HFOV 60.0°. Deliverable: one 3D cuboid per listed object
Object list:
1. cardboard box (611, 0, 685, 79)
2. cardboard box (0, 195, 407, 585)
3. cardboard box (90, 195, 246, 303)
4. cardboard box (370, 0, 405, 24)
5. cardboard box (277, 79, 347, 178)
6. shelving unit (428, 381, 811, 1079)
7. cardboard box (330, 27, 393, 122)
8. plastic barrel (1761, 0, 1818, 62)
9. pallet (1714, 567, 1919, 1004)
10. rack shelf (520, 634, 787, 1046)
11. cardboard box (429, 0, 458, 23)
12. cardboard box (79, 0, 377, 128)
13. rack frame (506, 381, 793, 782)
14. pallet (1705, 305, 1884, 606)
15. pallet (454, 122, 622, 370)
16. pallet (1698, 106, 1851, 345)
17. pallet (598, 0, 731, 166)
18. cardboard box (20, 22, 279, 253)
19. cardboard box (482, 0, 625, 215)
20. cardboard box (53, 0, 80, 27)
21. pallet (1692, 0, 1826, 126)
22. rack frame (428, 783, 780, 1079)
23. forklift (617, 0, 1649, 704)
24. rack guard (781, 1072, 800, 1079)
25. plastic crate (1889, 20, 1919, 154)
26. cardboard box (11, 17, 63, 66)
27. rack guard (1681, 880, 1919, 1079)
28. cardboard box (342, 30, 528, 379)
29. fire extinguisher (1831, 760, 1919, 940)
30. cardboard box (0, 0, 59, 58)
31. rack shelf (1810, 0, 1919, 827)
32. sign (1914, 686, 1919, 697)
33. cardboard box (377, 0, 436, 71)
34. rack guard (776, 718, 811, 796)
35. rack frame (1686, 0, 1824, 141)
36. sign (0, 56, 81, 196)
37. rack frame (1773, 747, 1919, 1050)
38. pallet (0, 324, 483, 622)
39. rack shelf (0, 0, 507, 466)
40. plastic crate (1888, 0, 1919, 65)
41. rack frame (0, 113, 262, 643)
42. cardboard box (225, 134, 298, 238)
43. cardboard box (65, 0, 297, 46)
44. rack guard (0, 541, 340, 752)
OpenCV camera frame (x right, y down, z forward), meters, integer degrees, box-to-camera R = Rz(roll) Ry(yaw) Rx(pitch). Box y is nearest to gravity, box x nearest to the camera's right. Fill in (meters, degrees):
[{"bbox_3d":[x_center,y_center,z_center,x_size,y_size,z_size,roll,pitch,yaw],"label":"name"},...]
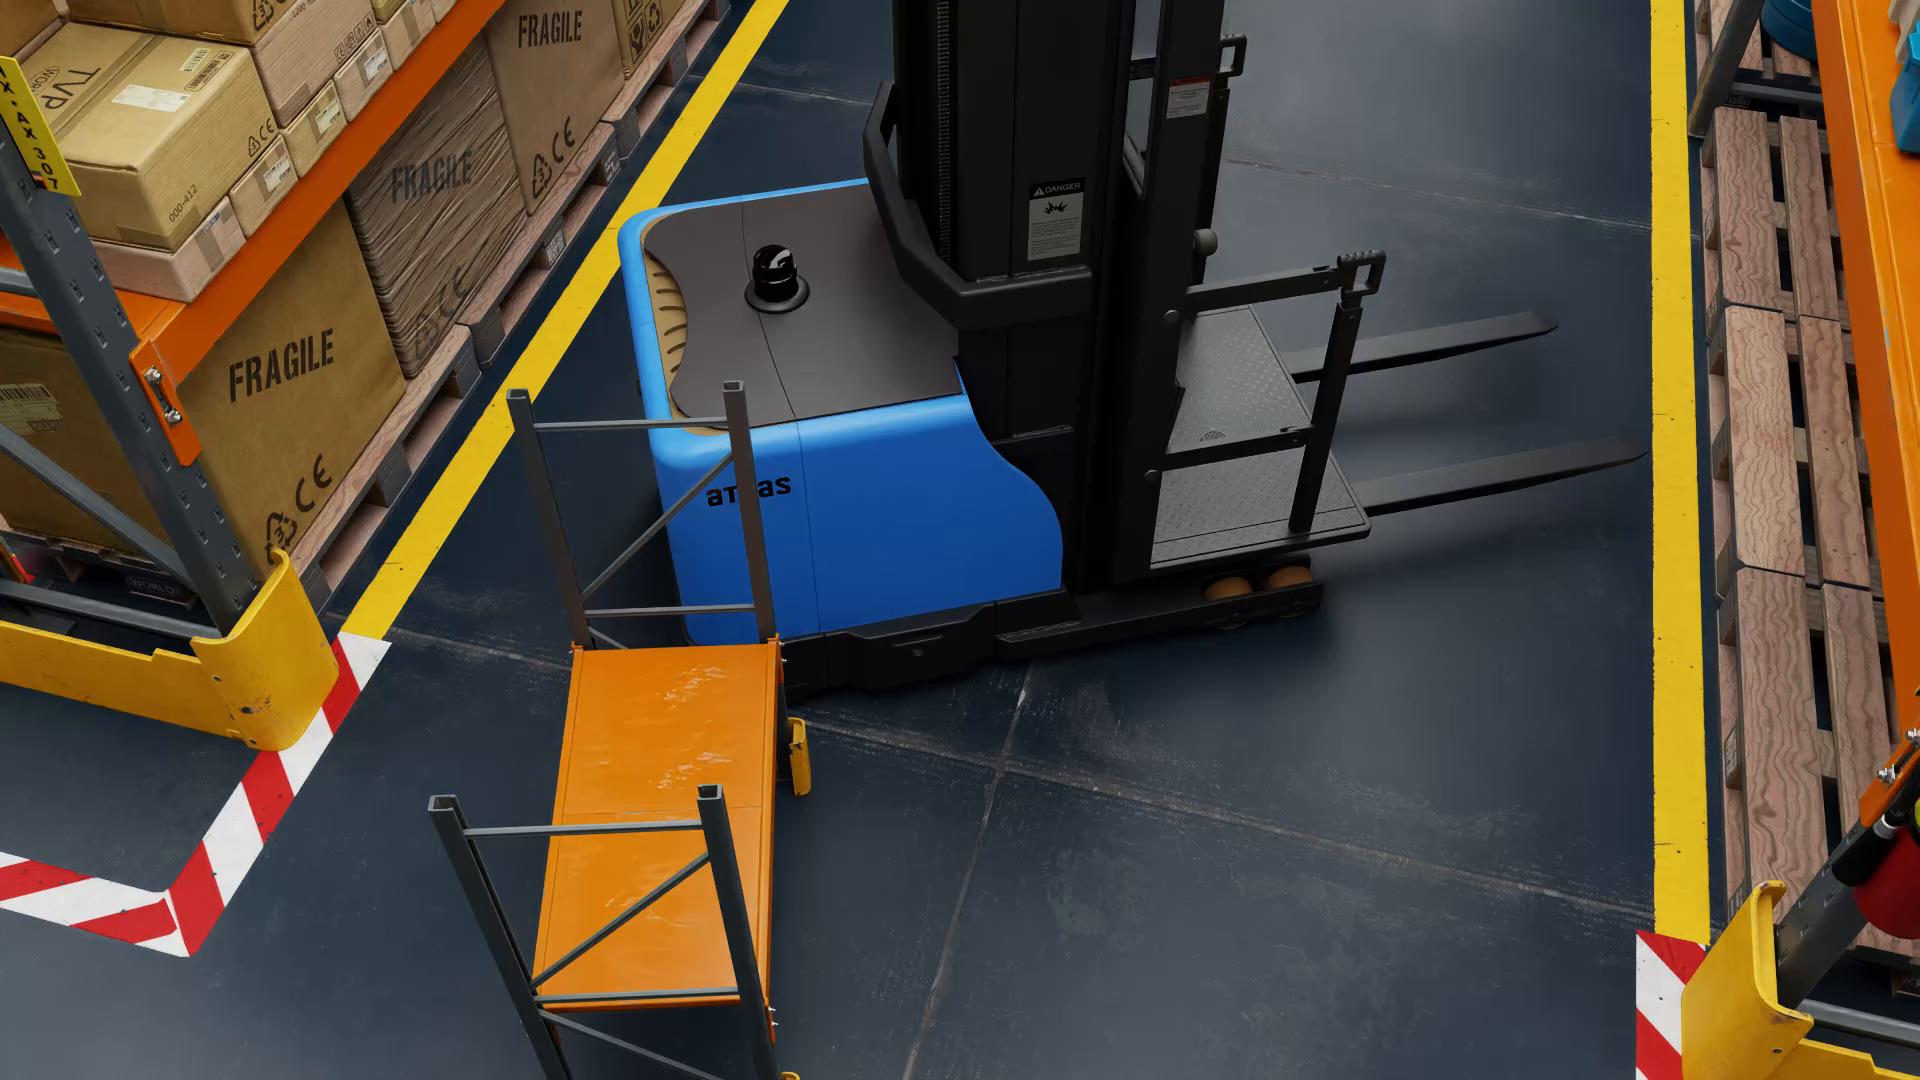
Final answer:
[{"bbox_3d":[-1.613,-2.504,6.596,0.875,0.875,0.875,12,50,10],"label":"cardboard box"},{"bbox_3d":[-2.324,-0.551,4.872,0.875,0.875,0.875,12,50,10],"label":"cardboard box"},{"bbox_3d":[-2.003,-0.745,4.074,0.380,0.149,0.250,12,50,10],"label":"cardboard box"},{"bbox_3d":[-1.762,-1.719,4.668,0.500,0.250,0.500,10,49,9],"label":"cardboard box"},{"bbox_3d":[-1.870,-1.116,4.402,0.380,0.149,0.250,11,49,9],"label":"cardboard box"},{"bbox_3d":[-0.685,0.565,3.751,0.587,1.500,1.083,-2,49,-2],"label":"shelving unit"},{"bbox_3d":[-1.803,-1.304,4.568,0.380,0.149,0.250,11,49,9],"label":"cardboard box"},{"bbox_3d":[3.576,-2.387,6.475,0.600,0.901,0.708,12,50,10],"label":"plastic barrel"},{"bbox_3d":[2.618,0.675,4.513,1.003,0.211,1.213,12,50,10],"label":"pallet"},{"bbox_3d":[-0.686,0.677,3.892,0.538,0.185,1.000,-2,49,-2],"label":"rack shelf"},{"bbox_3d":[-1.667,-1.675,4.895,0.380,0.149,0.250,11,50,10],"label":"cardboard box"},{"bbox_3d":[-1.898,-1.356,4.348,0.500,0.250,0.500,11,49,10],"label":"cardboard box"},{"bbox_3d":[-0.711,0.177,4.093,0.500,1.500,0.032,-2,49,-2],"label":"rack frame"},{"bbox_3d":[2.941,-0.204,5.290,1.003,0.211,1.213,12,50,10],"label":"pallet"},{"bbox_3d":[-1.957,-1.187,6.157,1.003,0.211,1.213,12,50,10],"label":"pallet"},{"bbox_3d":[3.260,-1.090,6.071,1.003,0.211,1.213,12,50,10],"label":"pallet"},{"bbox_3d":[-1.638,-2.072,6.938,1.003,0.211,1.213,12,50,10],"label":"pallet"},{"bbox_3d":[-2.028,-0.979,4.015,0.500,0.250,0.500,10,49,9],"label":"cardboard box"},{"bbox_3d":[-1.850,-1.853,6.021,0.875,0.875,0.875,12,50,10],"label":"cardboard box"},{"bbox_3d":[-2.409,-1.454,4.435,0.500,0.250,0.500,11,49,9],"label":"cardboard box"},{"bbox_3d":[3.659,-2.179,7.032,1.003,0.211,1.213,12,50,10],"label":"pallet"},{"bbox_3d":[-0.661,0.938,3.421,0.500,1.500,0.032,-2,49,-2],"label":"rack frame"},{"bbox_3d":[0.607,-1.079,4.247,3.031,2.935,1.130,-10,49,-9],"label":"forklift"},{"bbox_3d":[-0.661,1.351,3.891,0.587,0.250,0.087,-2,49,-2],"label":"rack guard"},{"bbox_3d":[2.656,-1.159,4.344,0.416,0.233,0.300,12,50,10],"label":"plastic crate"},{"bbox_3d":[-2.544,-1.088,4.111,0.500,0.250,0.500,11,49,9],"label":"cardboard box"},{"bbox_3d":[2.369,1.188,3.868,1.175,0.500,0.348,12,50,10],"label":"rack guard"},{"bbox_3d":[-2.084,-1.209,5.453,0.875,0.875,0.875,12,50,10],"label":"cardboard box"},{"bbox_3d":[1.885,0.510,3.100,0.296,0.674,0.183,12,50,10],"label":"fire extinguisher"},{"bbox_3d":[-2.540,-1.337,3.831,0.500,0.500,0.500,12,50,10],"label":"cardboard box"},{"bbox_3d":[2.890,-0.867,4.495,1.077,0.370,4.000,12,50,10],"label":"rack shelf"},{"bbox_3d":[1.828,0.191,2.972,0.100,0.325,0.005,12,50,10],"label":"sign"},{"bbox_3d":[-1.735,-1.488,4.730,0.380,0.149,0.250,11,49,9],"label":"cardboard box"},{"bbox_3d":[-0.710,0.605,4.549,0.587,0.250,0.087,-2,49,-2],"label":"rack guard"},{"bbox_3d":[3.416,-2.552,5.502,1.000,3.000,0.127,12,50,10],"label":"rack frame"},{"bbox_3d":[-1.881,-0.835,3.356,0.100,0.325,0.005,12,50,10],"label":"sign"},{"bbox_3d":[2.363,0.341,2.948,1.000,3.000,0.127,12,50,10],"label":"rack frame"},{"bbox_3d":[-2.280,-0.307,5.380,1.003,0.211,1.213,12,50,10],"label":"pallet"},{"bbox_3d":[-1.889,-1.845,5.357,1.077,0.370,4.000,12,50,10],"label":"rack shelf"},{"bbox_3d":[2.836,-1.464,4.581,0.437,0.282,0.530,12,50,10],"label":"plastic crate"},{"bbox_3d":[-2.415,-0.636,3.811,1.000,3.000,0.127,12,50,10],"label":"rack frame"},{"bbox_3d":[-1.937,-0.930,4.238,0.380,0.149,0.250,11,49,9],"label":"cardboard box"},{"bbox_3d":[-1.897,-1.588,4.053,0.500,0.500,0.500,10,49,9],"label":"cardboard box"},{"bbox_3d":[-2.421,0.209,4.733,1.175,0.500,0.348,12,50,10],"label":"rack guard"}]
